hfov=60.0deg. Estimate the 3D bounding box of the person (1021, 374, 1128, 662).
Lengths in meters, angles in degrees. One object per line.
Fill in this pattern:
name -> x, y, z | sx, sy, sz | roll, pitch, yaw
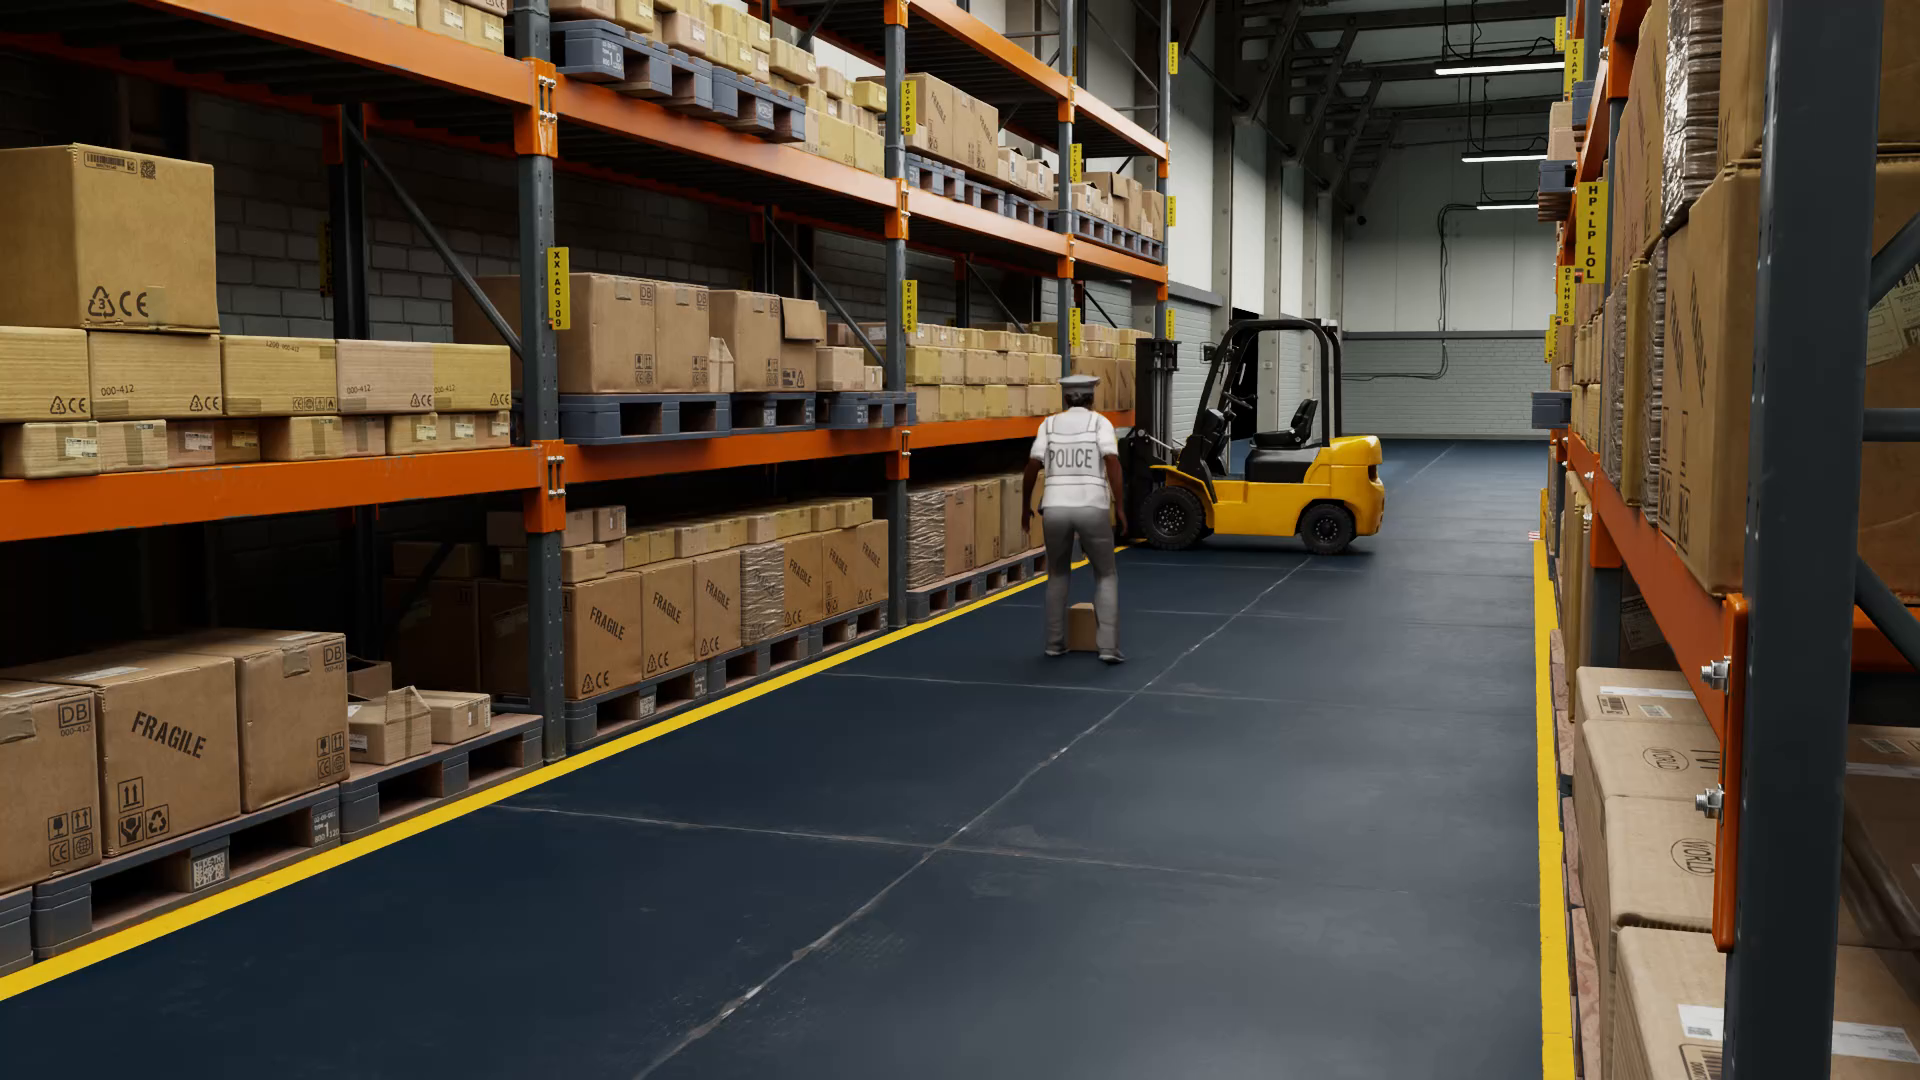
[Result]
person -> 0.652, -0.118, 9.383 | 0.646, 1.630, 0.525 | 2, 6, 19
